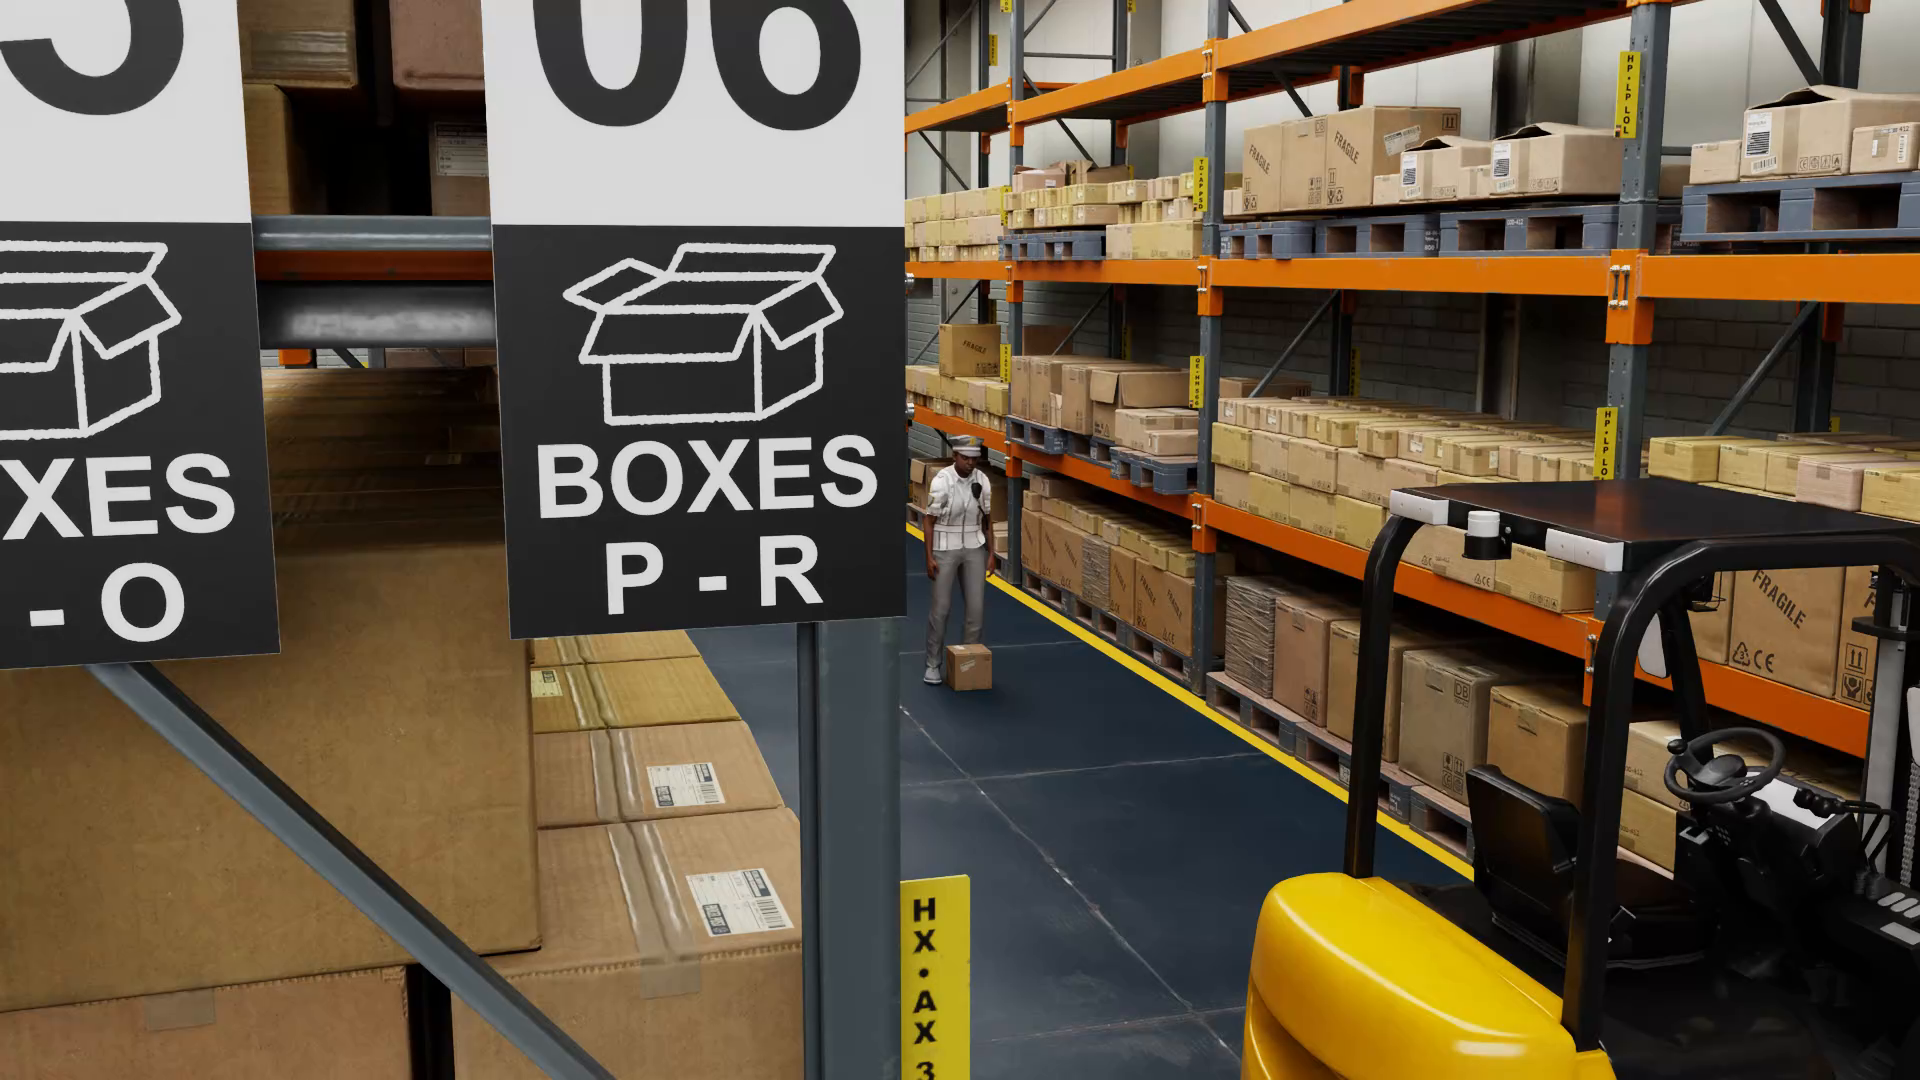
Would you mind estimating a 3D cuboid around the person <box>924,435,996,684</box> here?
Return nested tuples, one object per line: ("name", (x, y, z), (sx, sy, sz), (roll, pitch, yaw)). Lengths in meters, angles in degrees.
("person", (-0.009, 0.116, 11.162), (0.532, 1.664, 0.422), (-3, 10, -19))
